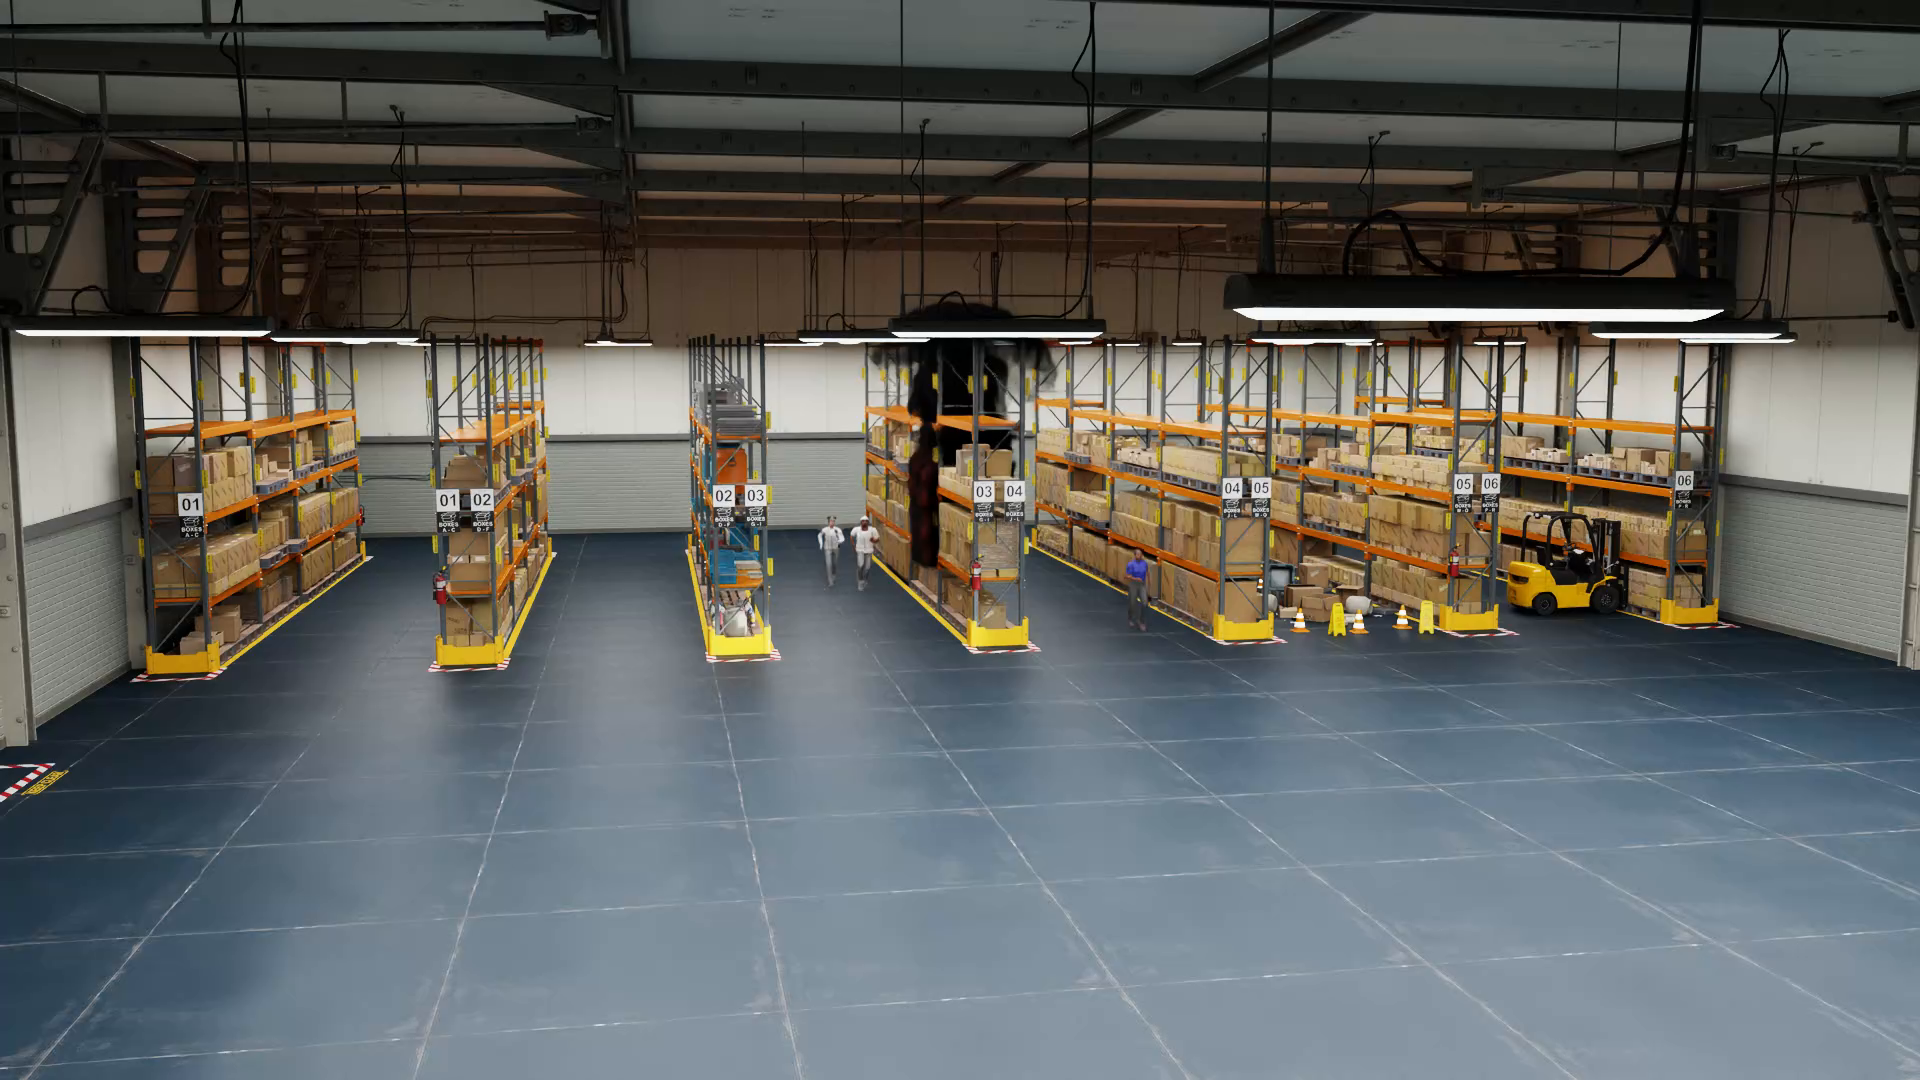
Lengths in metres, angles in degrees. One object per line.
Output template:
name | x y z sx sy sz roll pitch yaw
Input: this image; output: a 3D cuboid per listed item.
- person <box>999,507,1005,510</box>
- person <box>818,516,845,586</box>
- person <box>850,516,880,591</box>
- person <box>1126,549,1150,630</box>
person | 1.115 -0.747 49.266 0.795 1.698 0.595 6 9 42
person | -3.118 0.235 40.392 0.627 1.679 0.934 -1 7 -10
person | -2.268 0.315 39.805 0.677 1.816 0.778 -1 7 -9
person | 3.655 1.028 34.051 0.589 1.717 0.723 -2 7 -15
